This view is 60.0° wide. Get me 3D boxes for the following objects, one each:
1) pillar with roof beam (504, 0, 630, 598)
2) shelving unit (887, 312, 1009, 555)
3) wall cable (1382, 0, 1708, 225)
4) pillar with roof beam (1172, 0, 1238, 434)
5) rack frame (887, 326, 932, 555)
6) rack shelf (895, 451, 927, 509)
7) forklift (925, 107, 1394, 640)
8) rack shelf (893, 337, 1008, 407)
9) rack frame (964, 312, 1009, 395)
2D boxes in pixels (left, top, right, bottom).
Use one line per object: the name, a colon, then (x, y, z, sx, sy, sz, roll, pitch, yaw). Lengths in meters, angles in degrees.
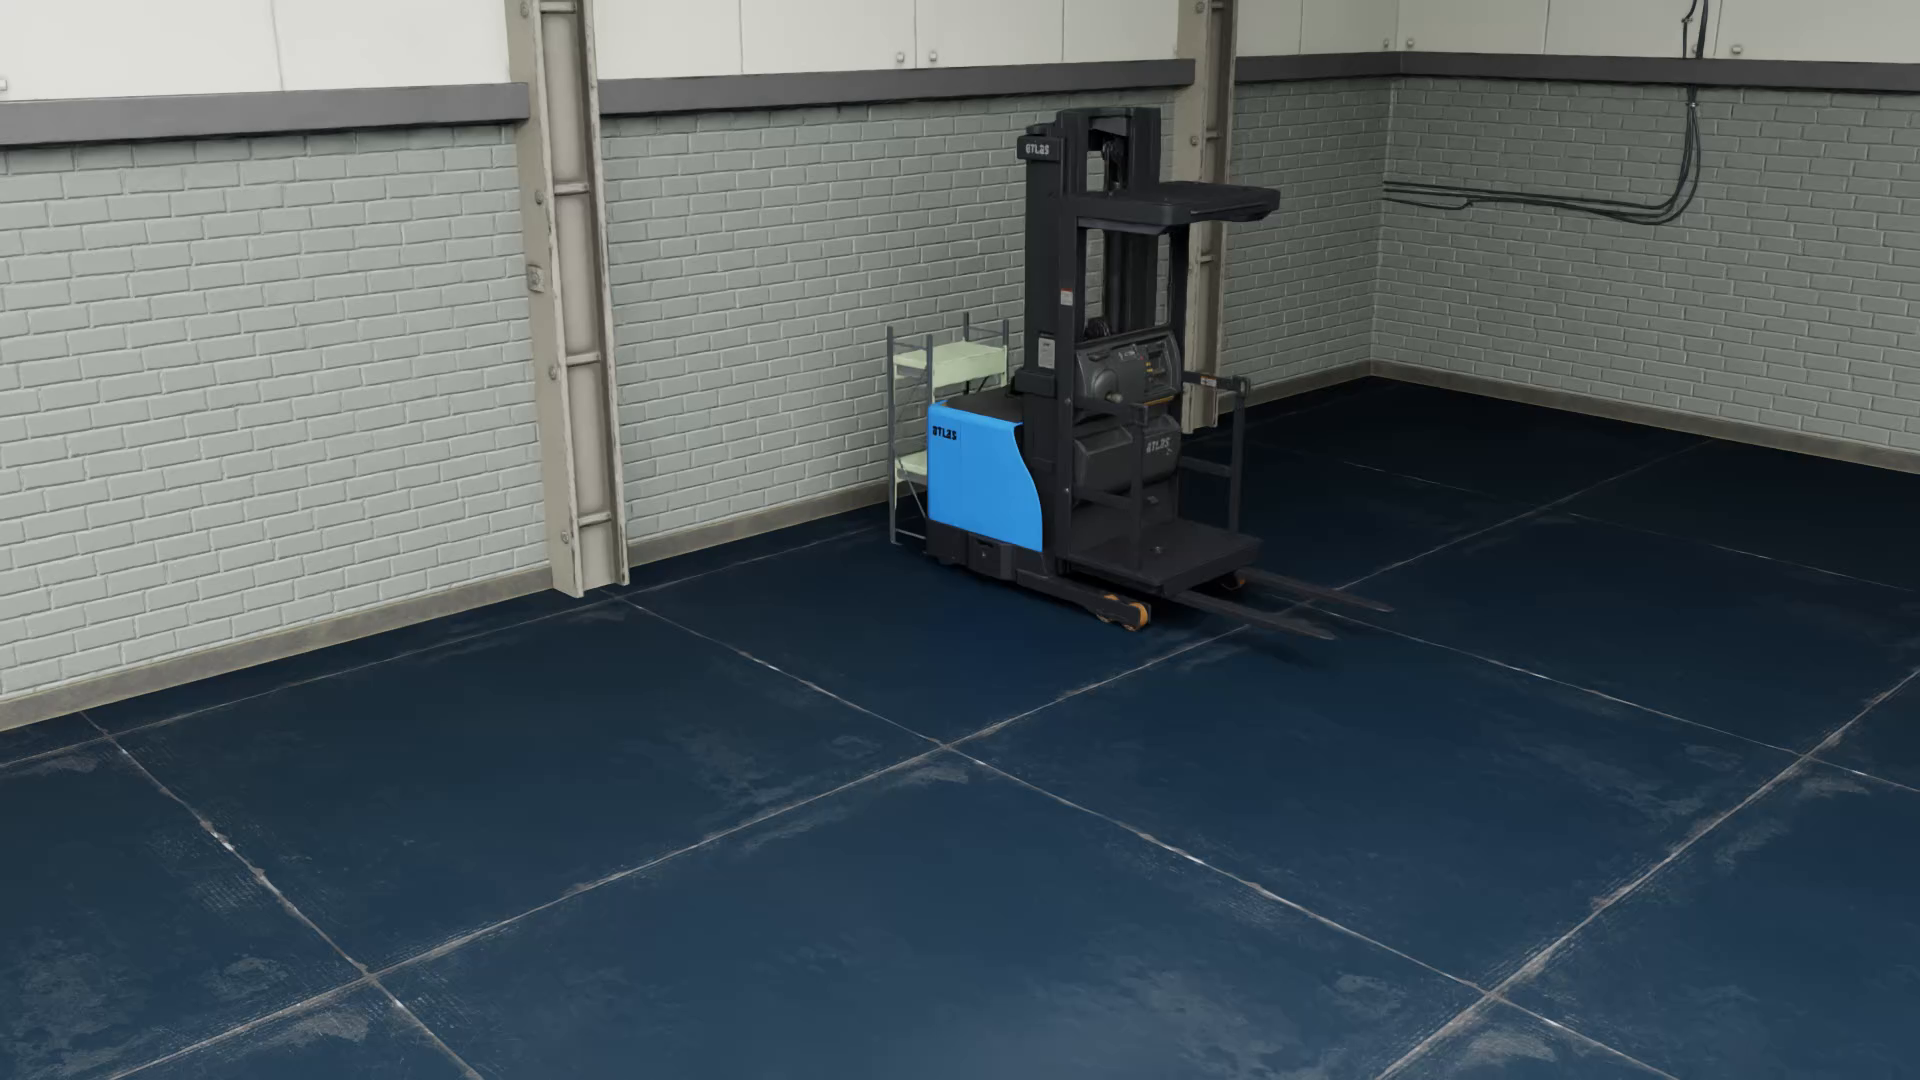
pillar with roof beam: (0.605, -3.029, 6.235, 0.400, 9.000, 9.100, -16, 24, -41)
shelving unit: (-0.076, -0.737, 11.325, 0.431, 1.500, 0.755, 16, 24, 41)
wall cable: (5.056, -4.116, 14.622, 0.112, 2.526, 3.097, -16, 24, -41)
pillar with roof beam: (4.964, -4.300, 10.156, 0.400, 9.000, 9.100, -16, 24, -41)
rack frame: (-0.330, -0.655, 11.074, 0.400, 1.500, 0.023, 16, 24, 41)
rack shelf: (-0.076, -0.426, 11.425, 0.431, 0.370, 0.720, 16, 24, 41)
forklift: (1.178, -1.039, 9.937, 3.031, 2.935, 1.130, 17, 24, 42)
rack shelf: (-0.076, -1.108, 11.205, 0.431, 0.370, 0.720, 16, 24, 41)
rack frame: (0.177, -0.818, 11.576, 0.400, 1.500, 0.023, 16, 24, 41)
